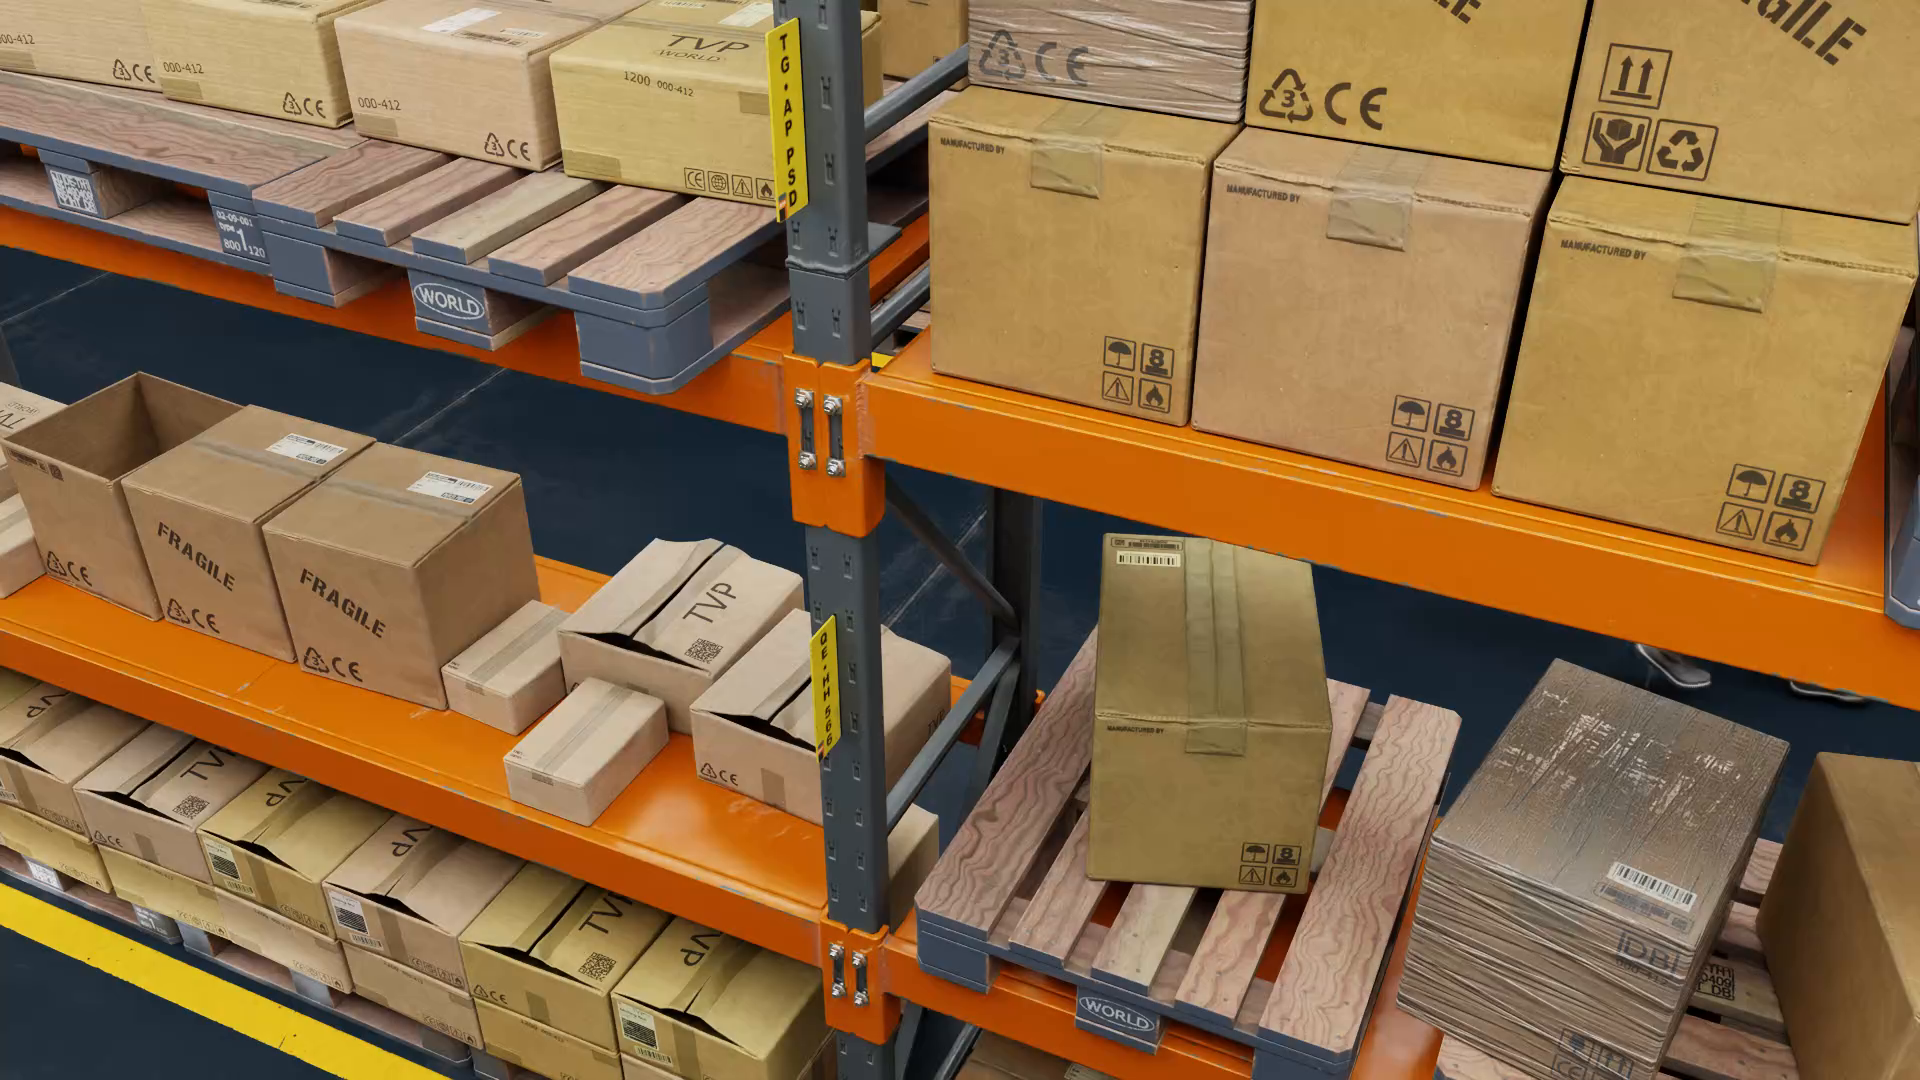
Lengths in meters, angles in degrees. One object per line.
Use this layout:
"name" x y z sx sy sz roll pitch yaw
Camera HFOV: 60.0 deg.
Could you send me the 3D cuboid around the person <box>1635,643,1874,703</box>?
"person" 3.203 -0.084 6.277 0.959 1.681 0.536 11 35 16
